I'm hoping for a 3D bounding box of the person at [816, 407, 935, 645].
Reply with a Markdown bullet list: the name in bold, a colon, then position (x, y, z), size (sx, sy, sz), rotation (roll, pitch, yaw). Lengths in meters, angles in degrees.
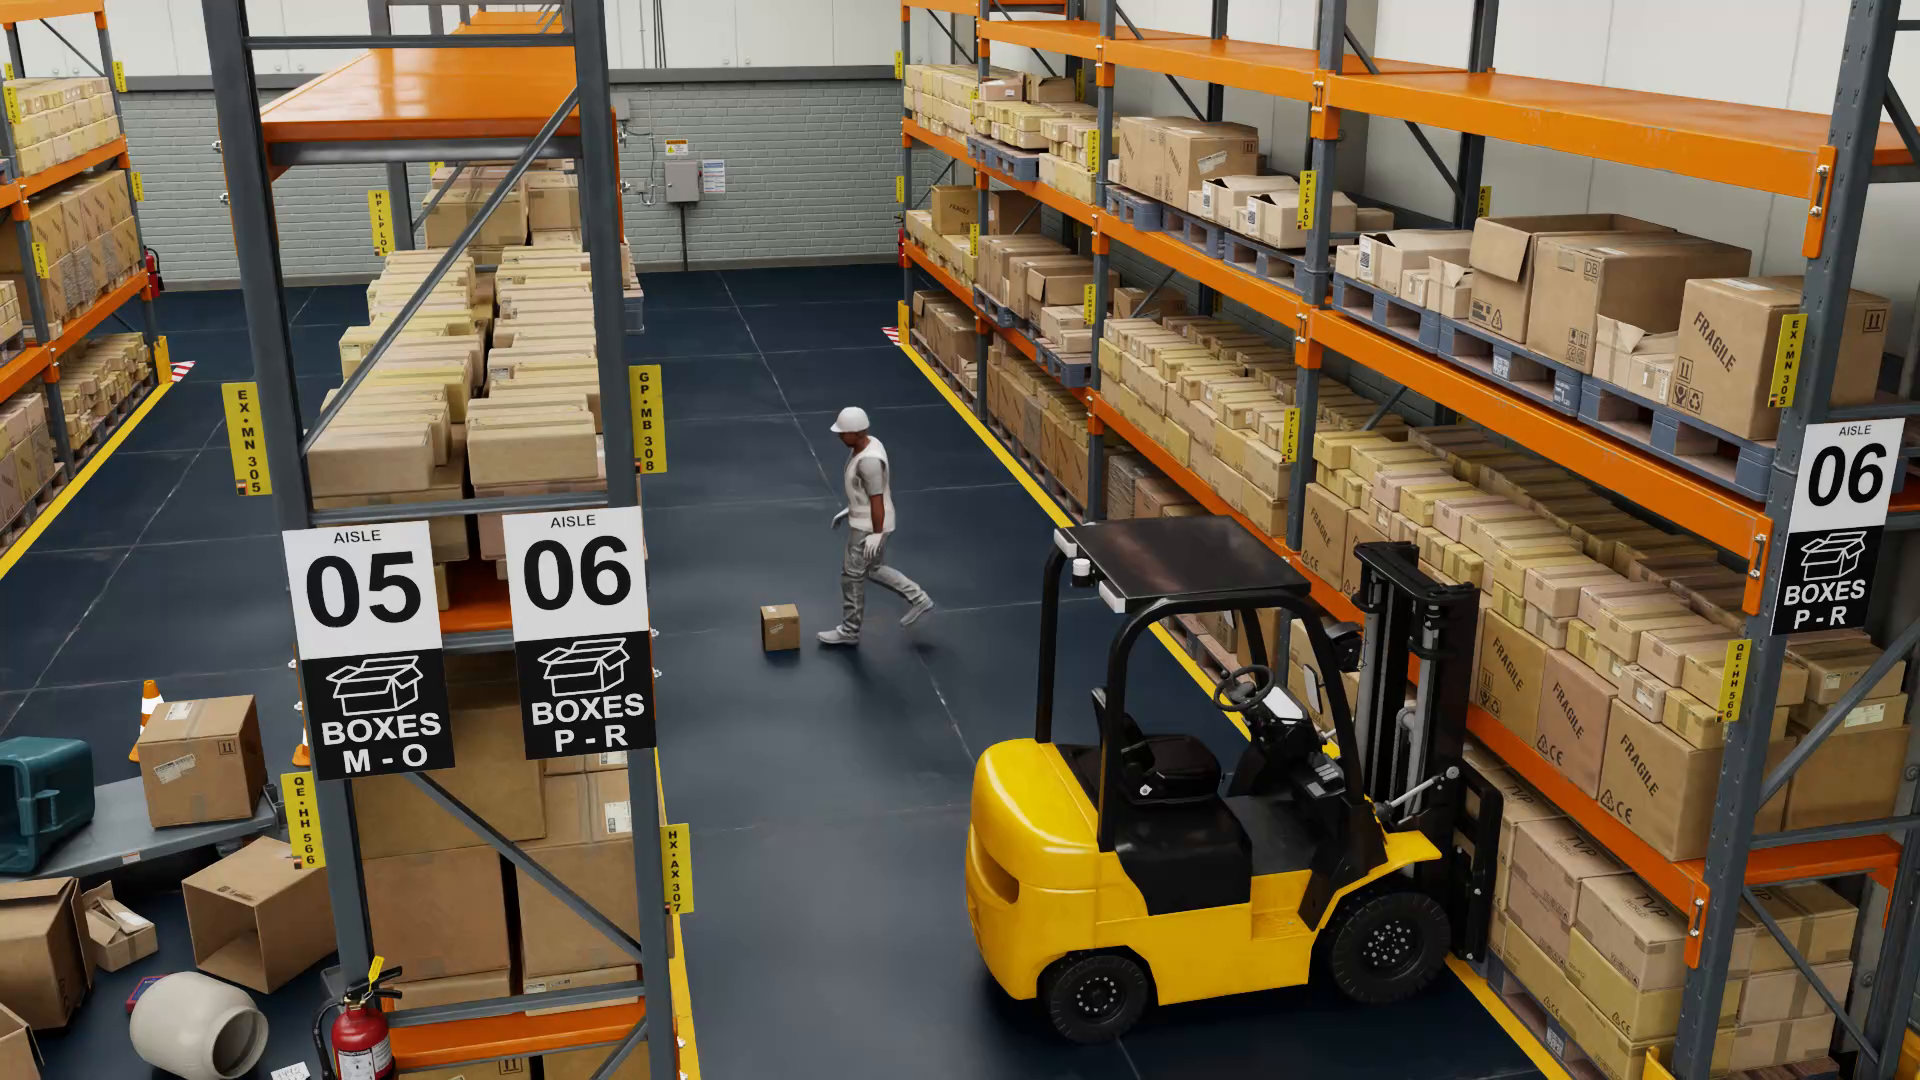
- **person**: position (-0.614, -0.105, 11.826), size (0.860, 1.759, 0.567), rotation (0, 19, 0)
